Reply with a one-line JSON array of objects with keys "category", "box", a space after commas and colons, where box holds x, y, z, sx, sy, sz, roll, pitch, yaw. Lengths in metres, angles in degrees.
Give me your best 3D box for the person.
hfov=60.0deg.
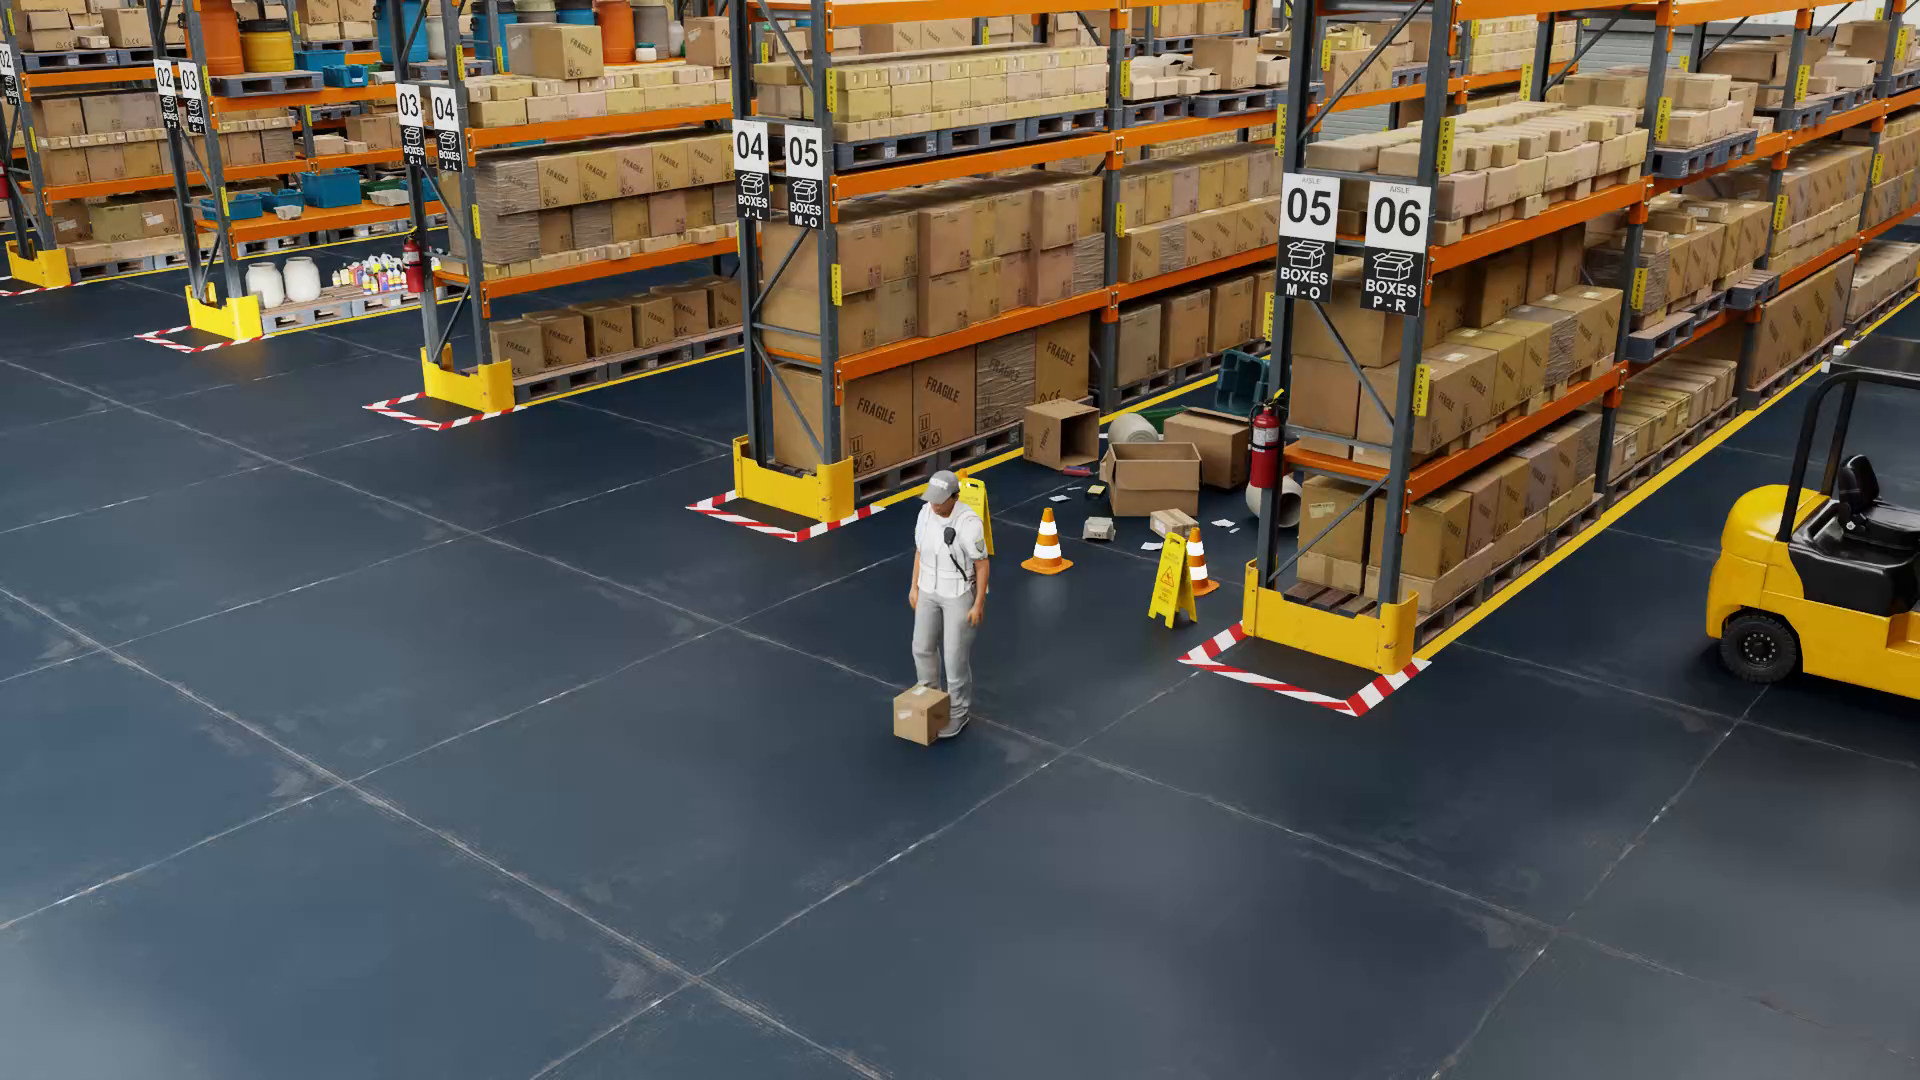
[{"category": "person", "box": [-0.093, 0.351, 10.118, 0.563, 1.666, 0.469, 14, 25, 33]}]
